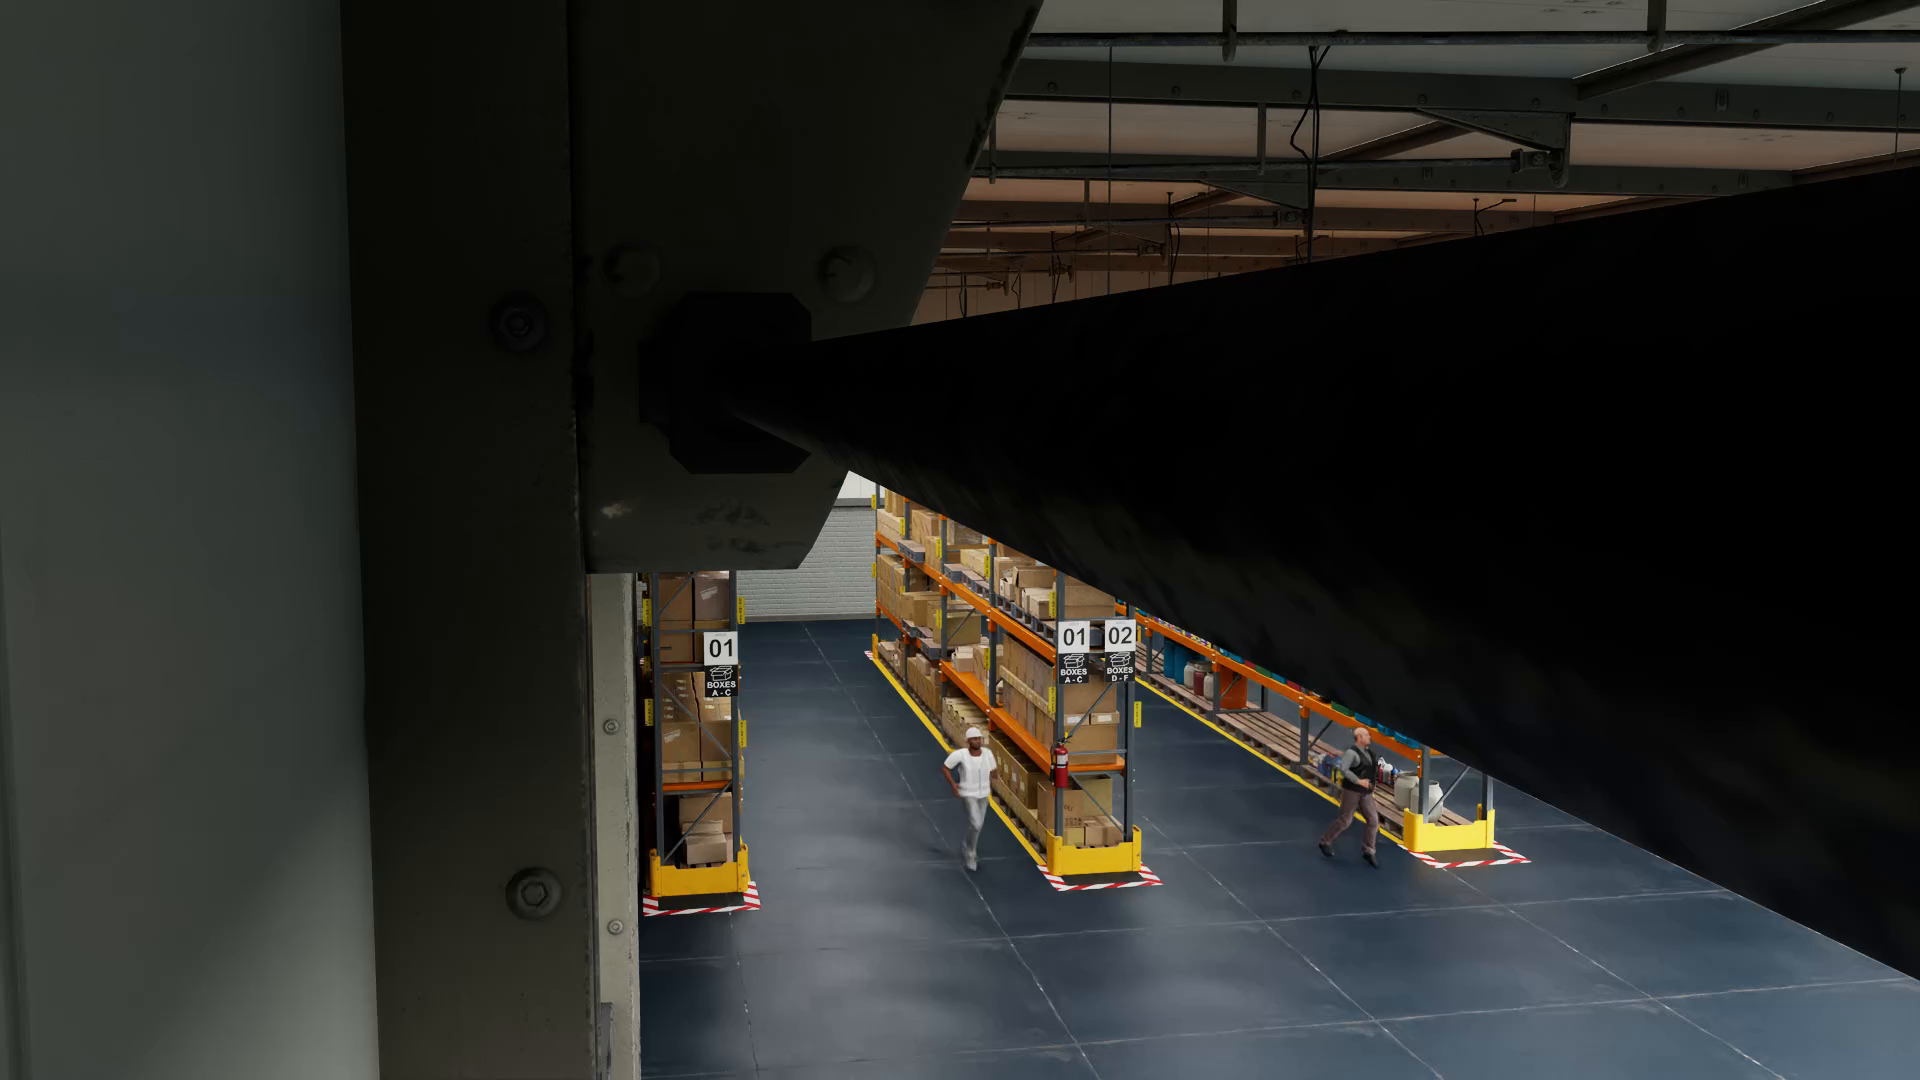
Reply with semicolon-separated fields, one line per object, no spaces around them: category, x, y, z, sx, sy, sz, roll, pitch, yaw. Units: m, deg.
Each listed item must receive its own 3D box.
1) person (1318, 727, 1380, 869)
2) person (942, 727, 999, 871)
person;5.145;3.285;21.452;0.728;1.735;0.843;-5;8;-41
person;0.192;3.287;21.200;0.674;1.819;0.714;-3;7;-30
